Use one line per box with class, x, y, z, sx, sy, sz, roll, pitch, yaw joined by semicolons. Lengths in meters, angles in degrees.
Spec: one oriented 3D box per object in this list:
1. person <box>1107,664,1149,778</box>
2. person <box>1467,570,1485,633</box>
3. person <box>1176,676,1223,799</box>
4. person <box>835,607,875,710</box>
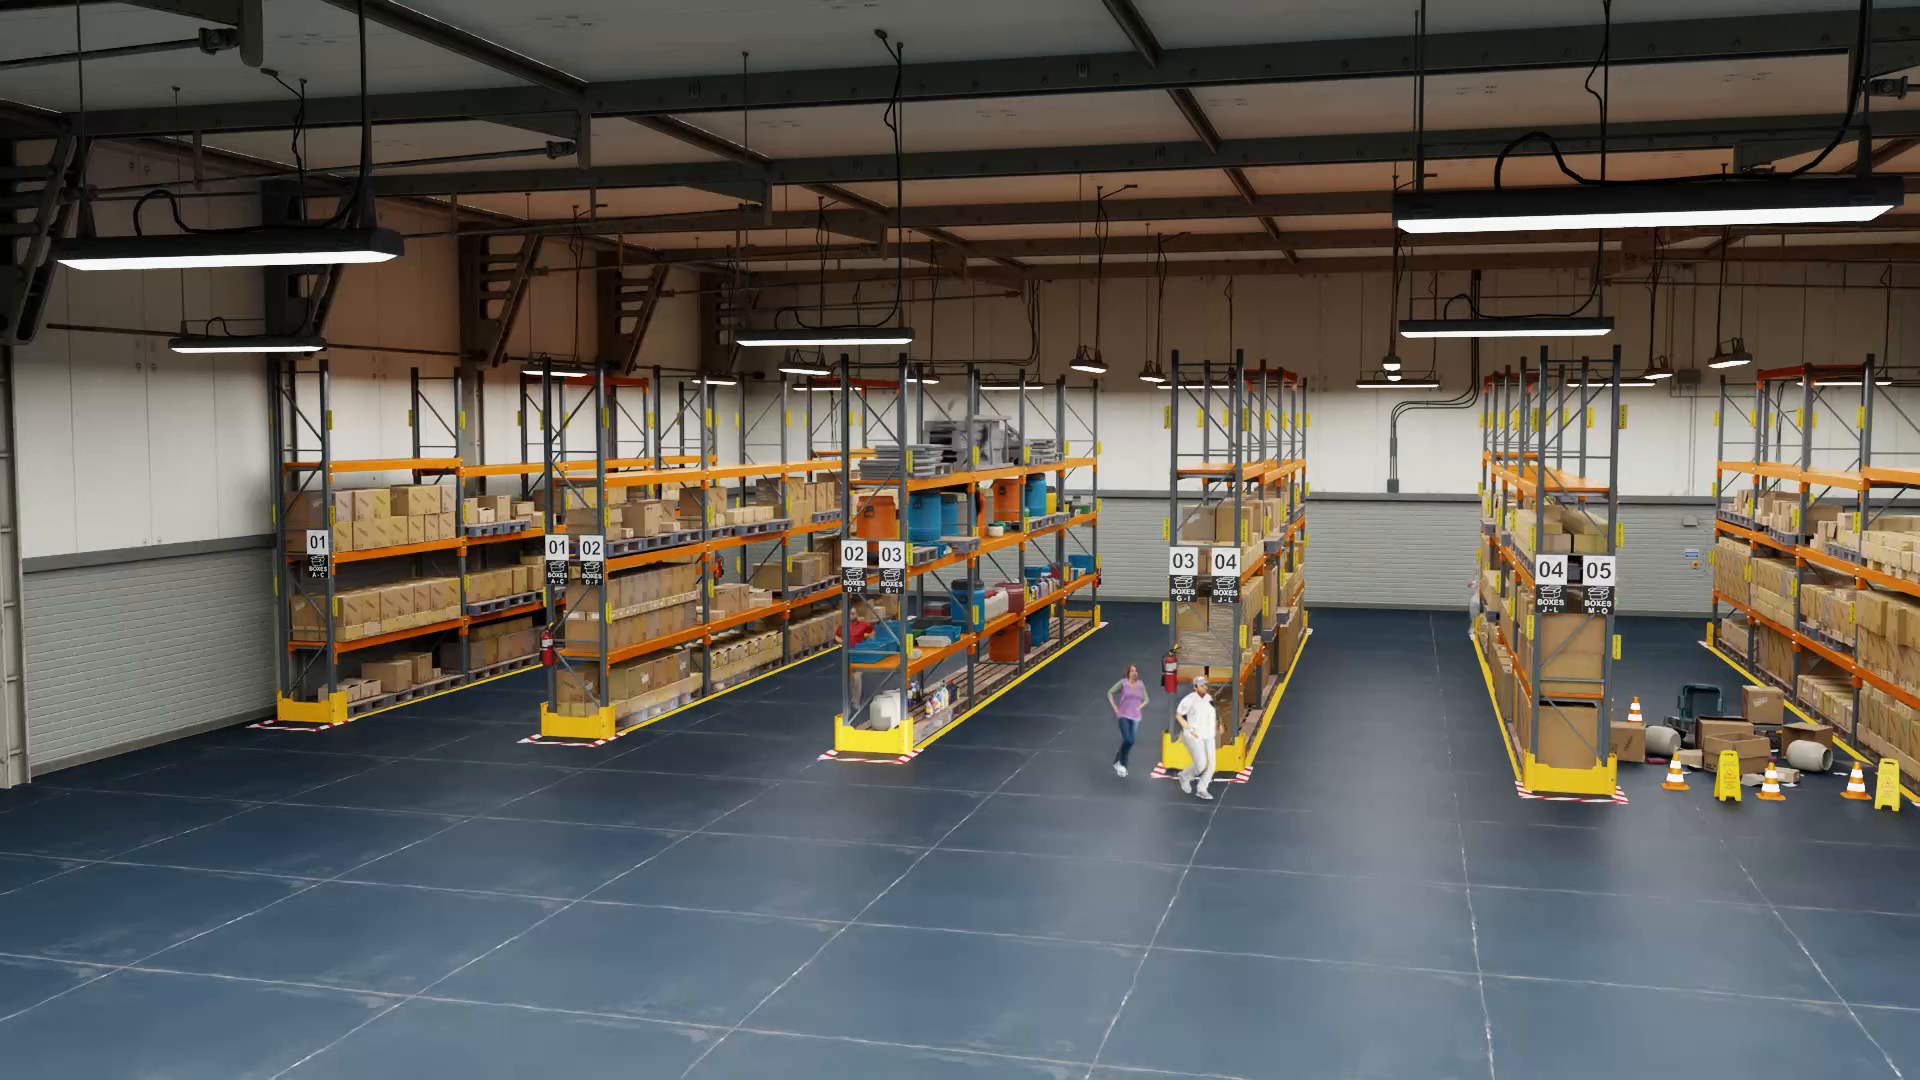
person;2.389;2.534;23.389;0.565;1.606;0.574;-1;4;-16
person;12.287;1.326;39.118;0.680;1.825;0.769;0;4;2
person;3.171;2.606;22.062;0.632;1.624;0.560;-3;5;-32
person;-1.869;2.069;29.082;0.640;1.799;0.801;1;4;16
